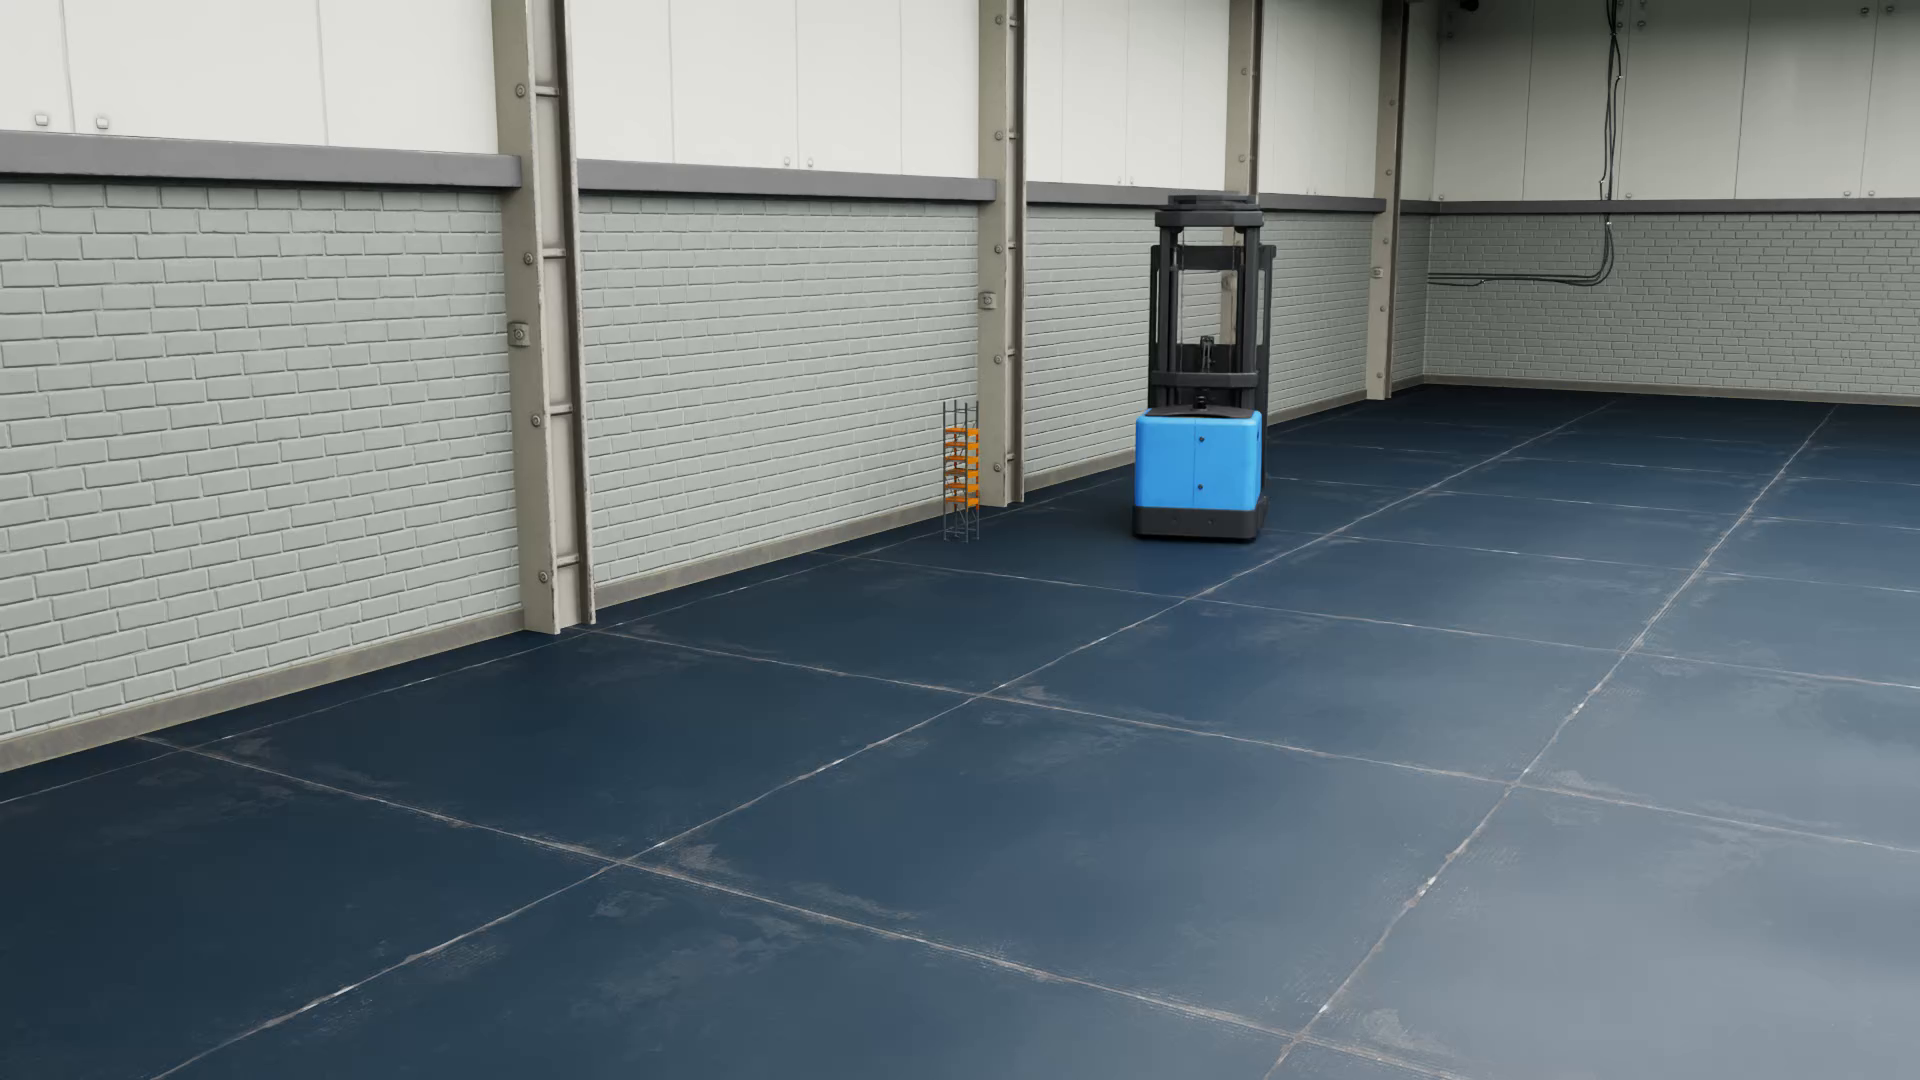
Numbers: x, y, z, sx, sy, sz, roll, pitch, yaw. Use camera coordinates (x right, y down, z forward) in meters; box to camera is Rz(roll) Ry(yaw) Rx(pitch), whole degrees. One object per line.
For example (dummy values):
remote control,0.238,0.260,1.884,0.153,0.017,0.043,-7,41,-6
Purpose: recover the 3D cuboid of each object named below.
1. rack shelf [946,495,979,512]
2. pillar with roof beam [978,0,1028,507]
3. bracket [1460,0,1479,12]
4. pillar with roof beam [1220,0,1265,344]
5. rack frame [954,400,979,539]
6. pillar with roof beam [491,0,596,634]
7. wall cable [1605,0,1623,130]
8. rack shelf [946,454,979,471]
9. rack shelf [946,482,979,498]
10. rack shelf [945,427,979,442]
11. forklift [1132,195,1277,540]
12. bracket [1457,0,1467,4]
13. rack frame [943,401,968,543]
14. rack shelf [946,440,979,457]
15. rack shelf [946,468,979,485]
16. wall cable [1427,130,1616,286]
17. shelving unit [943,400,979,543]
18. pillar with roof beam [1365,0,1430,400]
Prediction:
rack shelf,0.008,-0.312,14.323,0.258,0.103,0.180,6,12,31
pillar with roof beam,4.079,-4.375,13.282,9.100,9.000,0.400,6,12,31
bracket,8.379,-8.847,27.387,0.235,0.232,0.430,6,12,31
pillar with roof beam,7.194,-5.318,18.322,9.100,9.000,0.400,6,12,31
rack frame,0.055,-0.606,14.347,0.240,1.200,0.006,6,12,31
pillar with roof beam,0.964,-3.431,8.241,9.100,9.000,0.400,6,12,31
wall cable,11.602,-7.708,25.800,3.097,2.526,0.112,6,12,31
rack shelf,0.008,-0.666,14.257,0.258,0.103,0.180,6,12,31
rack shelf,0.008,-0.430,14.301,0.258,0.103,0.180,6,12,31
rack shelf,0.008,-0.902,14.212,0.258,0.103,0.180,6,12,31
forklift,2.311,-1.671,15.327,1.130,2.935,3.031,2,11,13
bracket,8.073,-8.754,26.891,0.076,0.066,3.189,6,12,31
rack frame,-0.040,-0.578,14.194,0.240,1.200,0.006,6,12,31
rack shelf,0.008,-0.784,14.234,0.258,0.103,0.180,6,12,31
rack shelf,0.008,-0.548,14.279,0.258,0.103,0.180,6,12,31
wall cable,9.290,-5.484,27.645,3.097,2.526,0.112,6,12,31
shelving unit,0.008,-0.592,14.270,0.258,1.200,0.189,6,12,31
pillar with roof beam,10.309,-6.262,23.363,9.100,9.000,0.548,6,12,31
